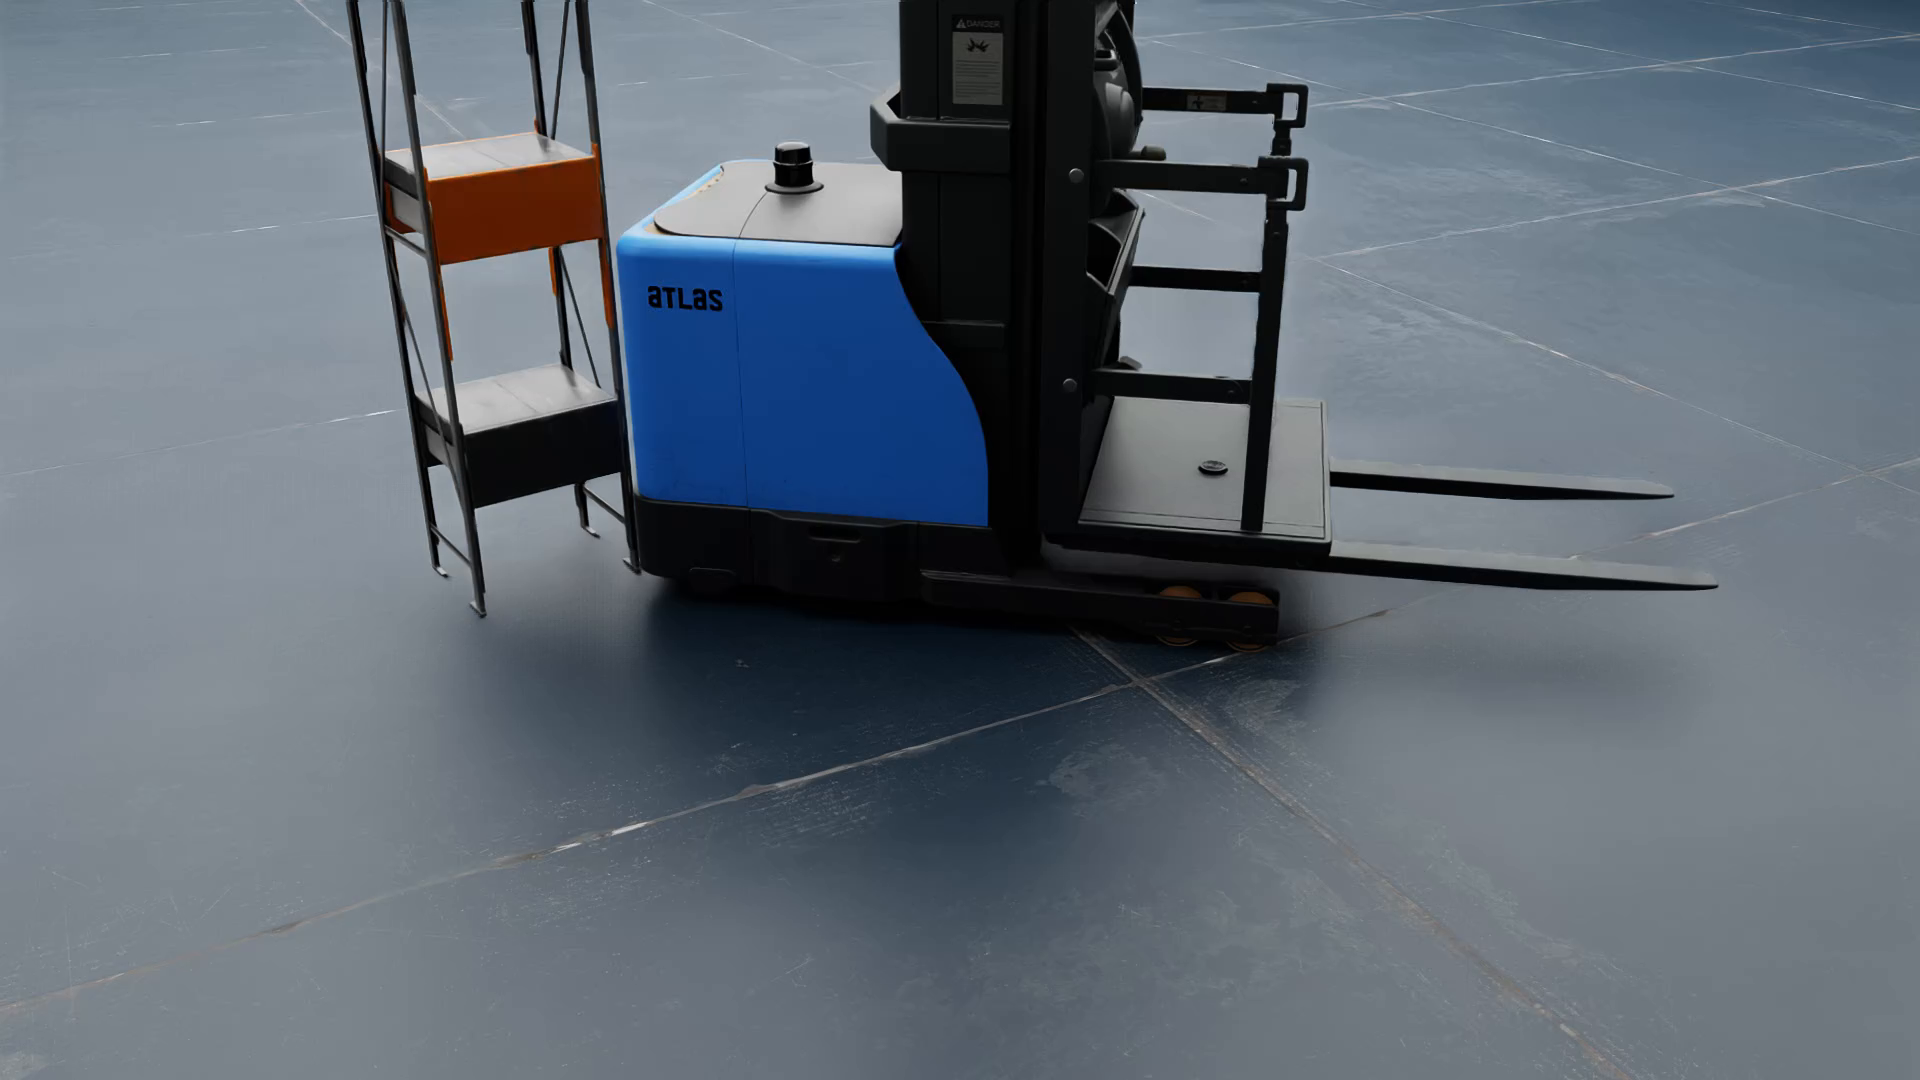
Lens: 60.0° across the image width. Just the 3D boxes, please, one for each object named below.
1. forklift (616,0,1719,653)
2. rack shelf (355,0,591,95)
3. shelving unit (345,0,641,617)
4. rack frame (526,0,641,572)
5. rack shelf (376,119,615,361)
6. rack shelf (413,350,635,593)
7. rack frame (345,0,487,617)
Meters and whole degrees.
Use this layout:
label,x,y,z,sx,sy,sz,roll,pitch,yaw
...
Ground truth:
label,x,y,z,sx,sy,sz,roll,pitch,yaw
forklift,0.617,-1.258,4.484,3.031,2.935,1.130,5,26,10
rack shelf,-1.291,-1.477,4.314,0.480,0.518,0.431,-17,31,-32
shelving unit,-1.291,-0.858,4.611,0.503,2.100,0.431,-17,31,-32
rack frame,-1.094,-0.920,4.740,0.015,2.100,0.400,-17,31,-32
rack shelf,-1.291,-0.846,4.617,0.480,0.518,0.431,-17,31,-32
rack shelf,-1.291,-0.215,4.920,0.480,0.518,0.431,-17,31,-32
rack frame,-1.489,-0.796,4.482,0.015,2.100,0.400,-17,31,-32
